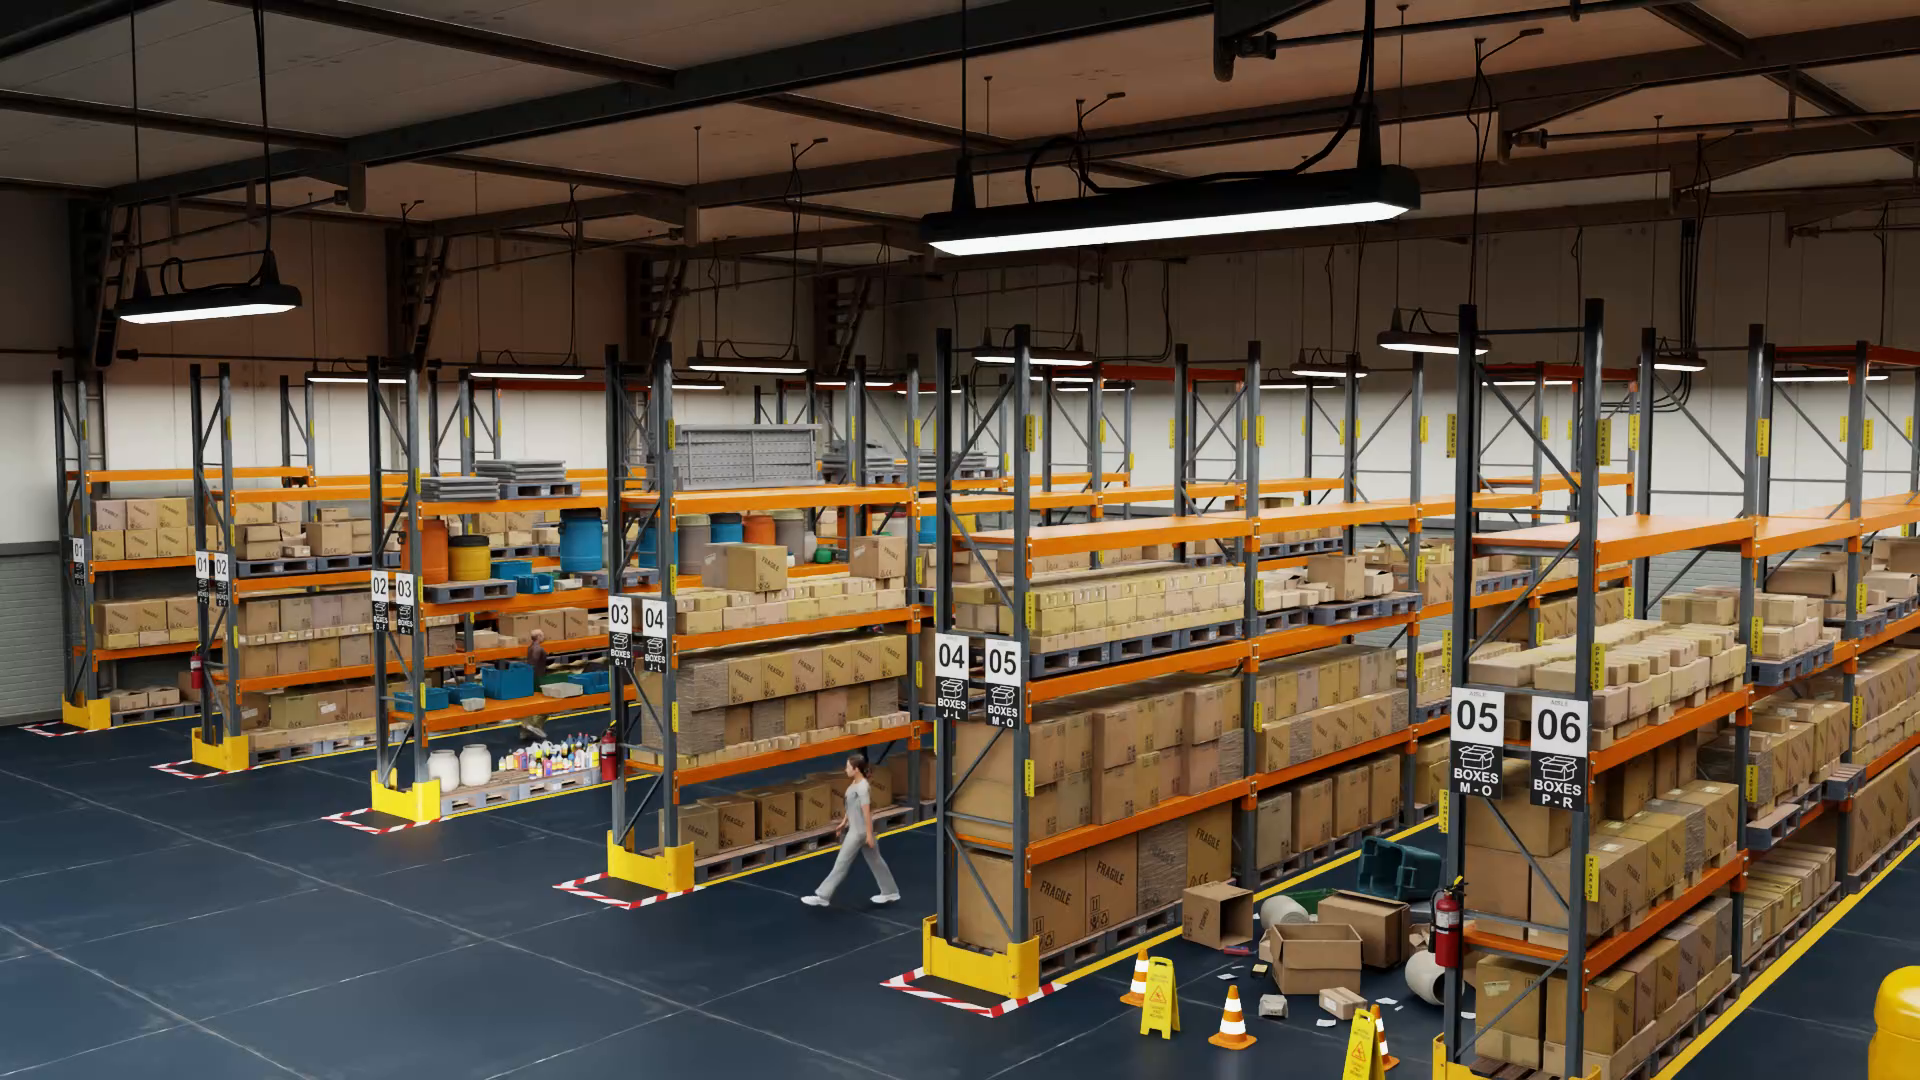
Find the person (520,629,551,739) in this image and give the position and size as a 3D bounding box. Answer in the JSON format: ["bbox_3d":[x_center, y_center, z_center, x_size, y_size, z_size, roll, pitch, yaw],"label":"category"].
[{"bbox_3d":[-6.880,2.322,26.930,0.551,1.764,0.599,-3,5,-36],"label":"person"}]

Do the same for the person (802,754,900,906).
[{"bbox_3d":[-1.155,3.064,17.626,1.043,1.615,0.468,0,4,-3],"label":"person"}]

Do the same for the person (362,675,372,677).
[{"bbox_3d":[-10.652,2.245,29.772,0.512,1.578,0.426,-3,5,-39],"label":"person"}]
